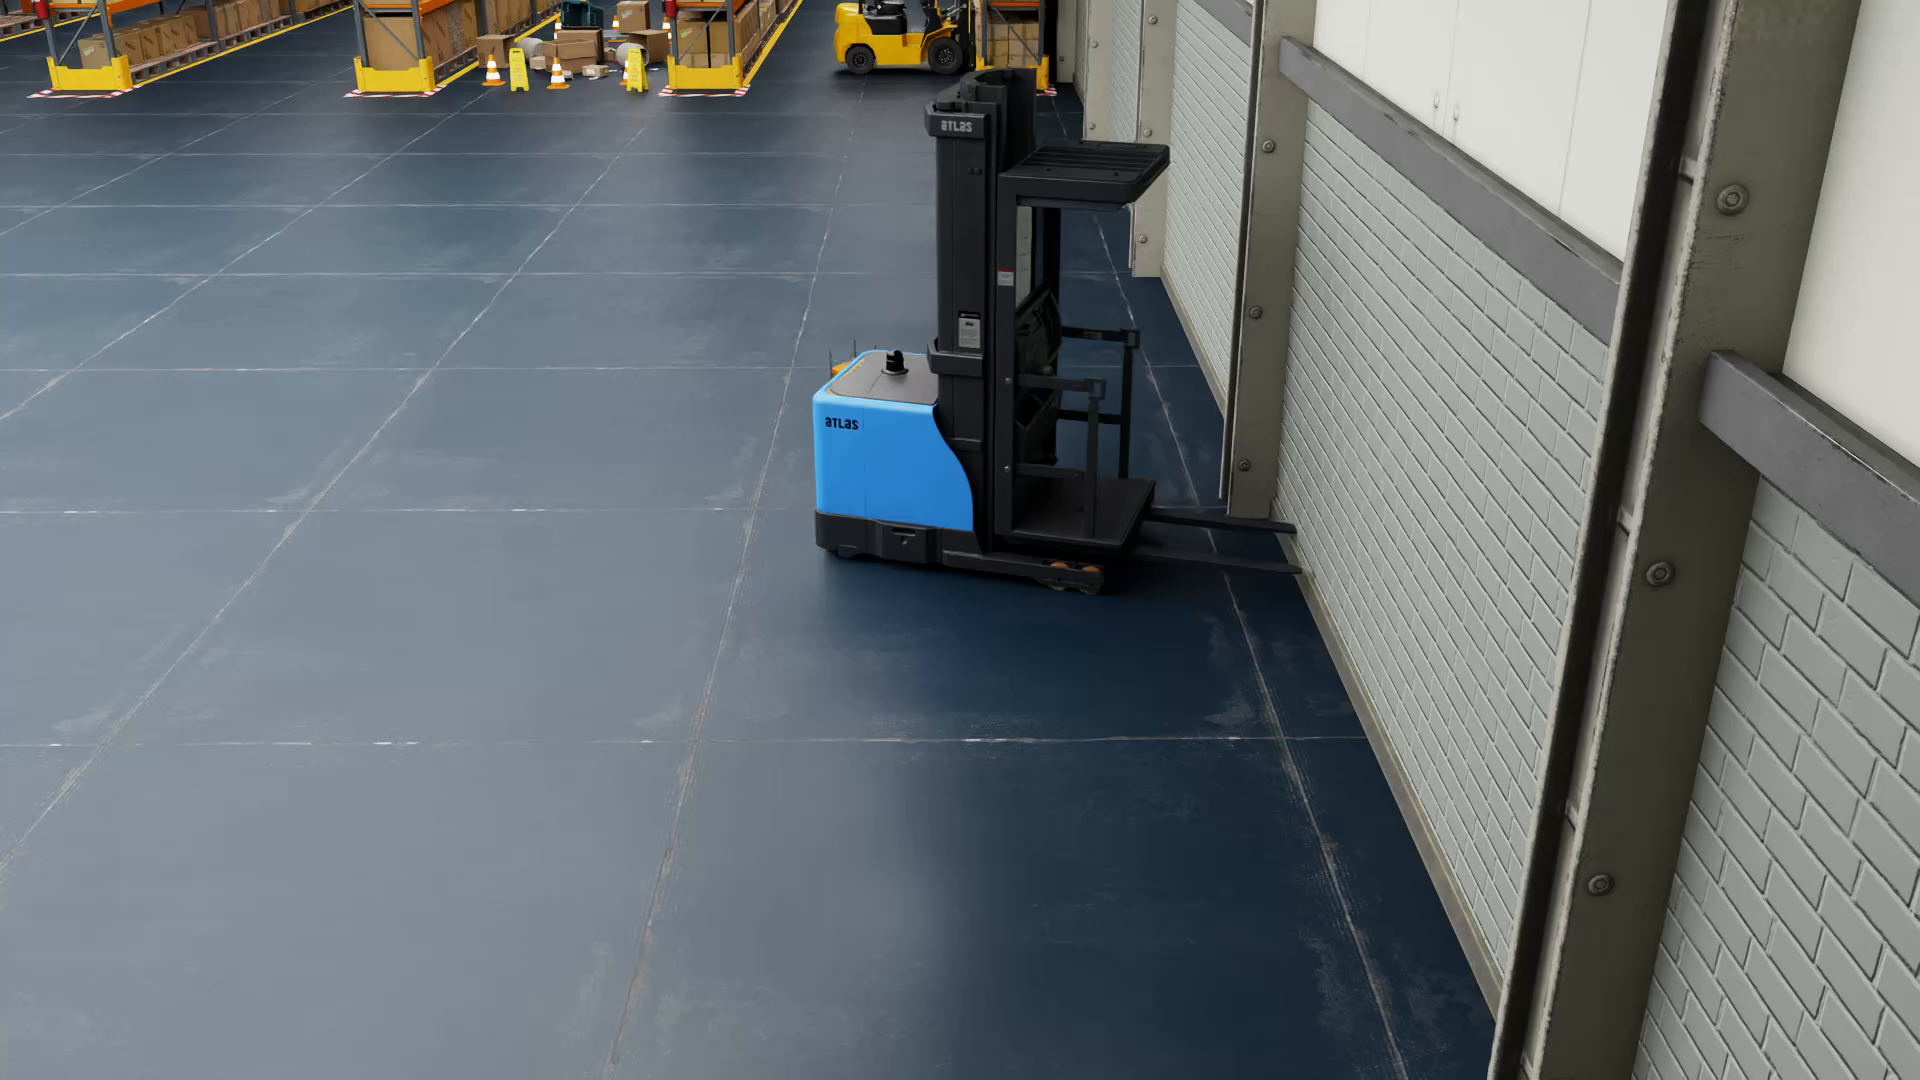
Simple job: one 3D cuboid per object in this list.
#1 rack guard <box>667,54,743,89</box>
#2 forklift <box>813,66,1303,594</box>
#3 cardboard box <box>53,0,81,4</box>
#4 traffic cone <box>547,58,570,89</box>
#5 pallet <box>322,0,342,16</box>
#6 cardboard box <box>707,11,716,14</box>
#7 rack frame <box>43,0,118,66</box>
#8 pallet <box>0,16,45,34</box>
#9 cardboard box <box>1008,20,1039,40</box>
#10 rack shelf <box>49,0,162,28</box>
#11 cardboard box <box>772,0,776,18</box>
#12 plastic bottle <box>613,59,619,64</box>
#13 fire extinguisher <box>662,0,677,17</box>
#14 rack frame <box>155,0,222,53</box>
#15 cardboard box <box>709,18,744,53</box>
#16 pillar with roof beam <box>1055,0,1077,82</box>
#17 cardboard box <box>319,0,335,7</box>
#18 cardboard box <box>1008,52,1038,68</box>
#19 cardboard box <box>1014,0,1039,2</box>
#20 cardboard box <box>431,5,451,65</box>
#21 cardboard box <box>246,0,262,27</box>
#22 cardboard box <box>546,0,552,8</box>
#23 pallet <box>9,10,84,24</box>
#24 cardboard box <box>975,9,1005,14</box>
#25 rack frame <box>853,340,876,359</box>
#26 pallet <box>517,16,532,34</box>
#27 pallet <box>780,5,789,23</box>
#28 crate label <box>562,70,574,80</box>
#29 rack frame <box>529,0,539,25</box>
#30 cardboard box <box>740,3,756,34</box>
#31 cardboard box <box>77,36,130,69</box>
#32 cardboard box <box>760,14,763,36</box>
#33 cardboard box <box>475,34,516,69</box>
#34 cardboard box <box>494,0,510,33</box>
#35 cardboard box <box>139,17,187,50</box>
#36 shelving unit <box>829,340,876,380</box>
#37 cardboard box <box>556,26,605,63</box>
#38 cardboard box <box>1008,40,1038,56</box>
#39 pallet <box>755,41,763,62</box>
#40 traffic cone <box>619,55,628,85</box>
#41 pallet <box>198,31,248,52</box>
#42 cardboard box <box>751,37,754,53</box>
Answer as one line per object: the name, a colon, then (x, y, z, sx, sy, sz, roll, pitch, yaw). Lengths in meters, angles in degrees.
rack guard: (-4.118, -7.586, 26.916, 1.175, 0.500, 0.348, 0, 24, -1)
forklift: (0.660, -1.253, 9.963, 3.031, 2.935, 1.130, 7, 25, 15)
cardboard box: (-14.236, -8.651, 26.542, 0.380, 0.149, 0.250, 0, 24, -1)
traffic cone: (-6.518, -7.564, 26.912, 0.336, 0.463, 0.334, 0, 24, -1)
pallet: (-14.058, -11.501, 35.924, 1.003, 0.211, 1.213, 0, 24, -1)
cardboard box: (-4.394, -8.726, 28.320, 0.500, 0.500, 0.500, -1, 24, -2)
rack frame: (-14.027, -8.649, 26.233, 1.000, 3.000, 0.127, 0, 24, -1)
pallet: (-19.097, -10.333, 33.341, 1.003, 0.211, 1.213, 0, 24, -1)
cardboard box: (1.030, -8.310, 27.098, 0.500, 0.250, 0.500, -1, 24, -1)
rack shelf: (-14.048, -9.145, 28.203, 1.077, 0.370, 4.000, 0, 24, -1)
cardboard box: (-4.208, -10.751, 33.560, 0.950, 0.372, 0.625, -2, 24, -4)
plastic bottle: (-6.022, -8.463, 29.387, 0.133, 0.061, 0.283, 4, 25, 9)
fire extinguisher: (-4.577, -8.609, 26.239, 0.296, 0.674, 0.183, 0, 24, -1)
rack frame: (-14.070, -10.297, 29.877, 1.000, 3.000, 0.127, 0, 24, -1)
cardboard box: (-3.850, -8.317, 27.416, 0.500, 0.500, 0.500, -1, 24, -2)
pillar with roof beam: (-2.565, -11.722, 25.748, 9.100, 9.000, 0.400, 0, 24, -1)
cardboard box: (-14.103, -11.820, 35.314, 1.225, 0.875, 0.875, 0, 24, 0)
cardboard box: (1.036, -7.859, 27.314, 0.500, 0.250, 0.500, 0, 24, 0)
cardboard box: (1.118, -8.968, 26.818, 0.500, 0.500, 0.500, 1, 24, 1)
cardboard box: (-9.151, -8.494, 27.960, 0.875, 0.875, 0.875, -1, 24, -1)
cardboard box: (-14.055, -10.269, 32.314, 0.700, 0.500, 0.500, 2, 24, 4)
cardboard box: (-8.915, -11.478, 35.012, 0.500, 0.500, 0.500, 0, 24, 0)
pallet: (-19.117, -10.977, 34.765, 1.003, 0.211, 1.213, 0, 24, -1)
cardboard box: (0.504, -8.927, 28.461, 0.500, 0.250, 0.500, -1, 24, -2)
rack frame: (-0.638, -0.844, 11.341, 0.200, 1.050, 0.008, 18, 30, 34)
pallet: (-9.220, -10.330, 33.334, 1.003, 0.211, 1.213, 0, 24, -1)
pallet: (-4.138, -11.045, 34.914, 1.003, 0.211, 1.213, 0, 24, -1)
crate label: (-6.589, -7.739, 27.695, 0.250, 0.136, 0.298, -14, 28, -28)
rack frame: (-9.153, -11.926, 33.479, 1.000, 3.000, 0.127, 0, 24, -1)
cardboard box: (-3.879, -9.170, 29.302, 0.500, 0.500, 0.500, 0, 24, 0)
cardboard box: (-14.017, -7.959, 27.231, 0.500, 0.500, 0.500, 4, 25, 9)
cardboard box: (-4.169, -9.552, 30.909, 0.950, 0.372, 0.625, 0, 24, 0)
cardboard box: (-8.066, -8.505, 28.945, 0.500, 0.500, 0.500, 4, 25, 9)
cardboard box: (-9.213, -10.097, 31.655, 1.050, 0.750, 0.750, 0, 24, -1)
cardboard box: (-14.092, -8.949, 29.419, 0.500, 0.500, 0.500, 8, 25, 16)
shelving unit: (-0.713, -0.804, 11.254, 0.215, 1.050, 0.252, 18, 30, 34)
cardboard box: (-6.686, -8.715, 29.245, 0.797, 0.637, 0.503, 0, 24, -1)
cardboard box: (1.049, -8.078, 27.192, 0.500, 0.250, 0.500, 0, 24, 0)
pallet: (-4.118, -8.795, 29.939, 1.003, 0.211, 1.213, 0, 24, -1)
traffic cone: (-5.412, -7.709, 27.233, 0.336, 0.463, 0.334, 0, 24, -1)
pallet: (-14.080, -9.347, 31.161, 1.003, 0.211, 1.213, 0, 24, -1)
cardboard box: (-3.869, -8.609, 28.972, 0.500, 0.250, 0.500, 0, 24, 0)
